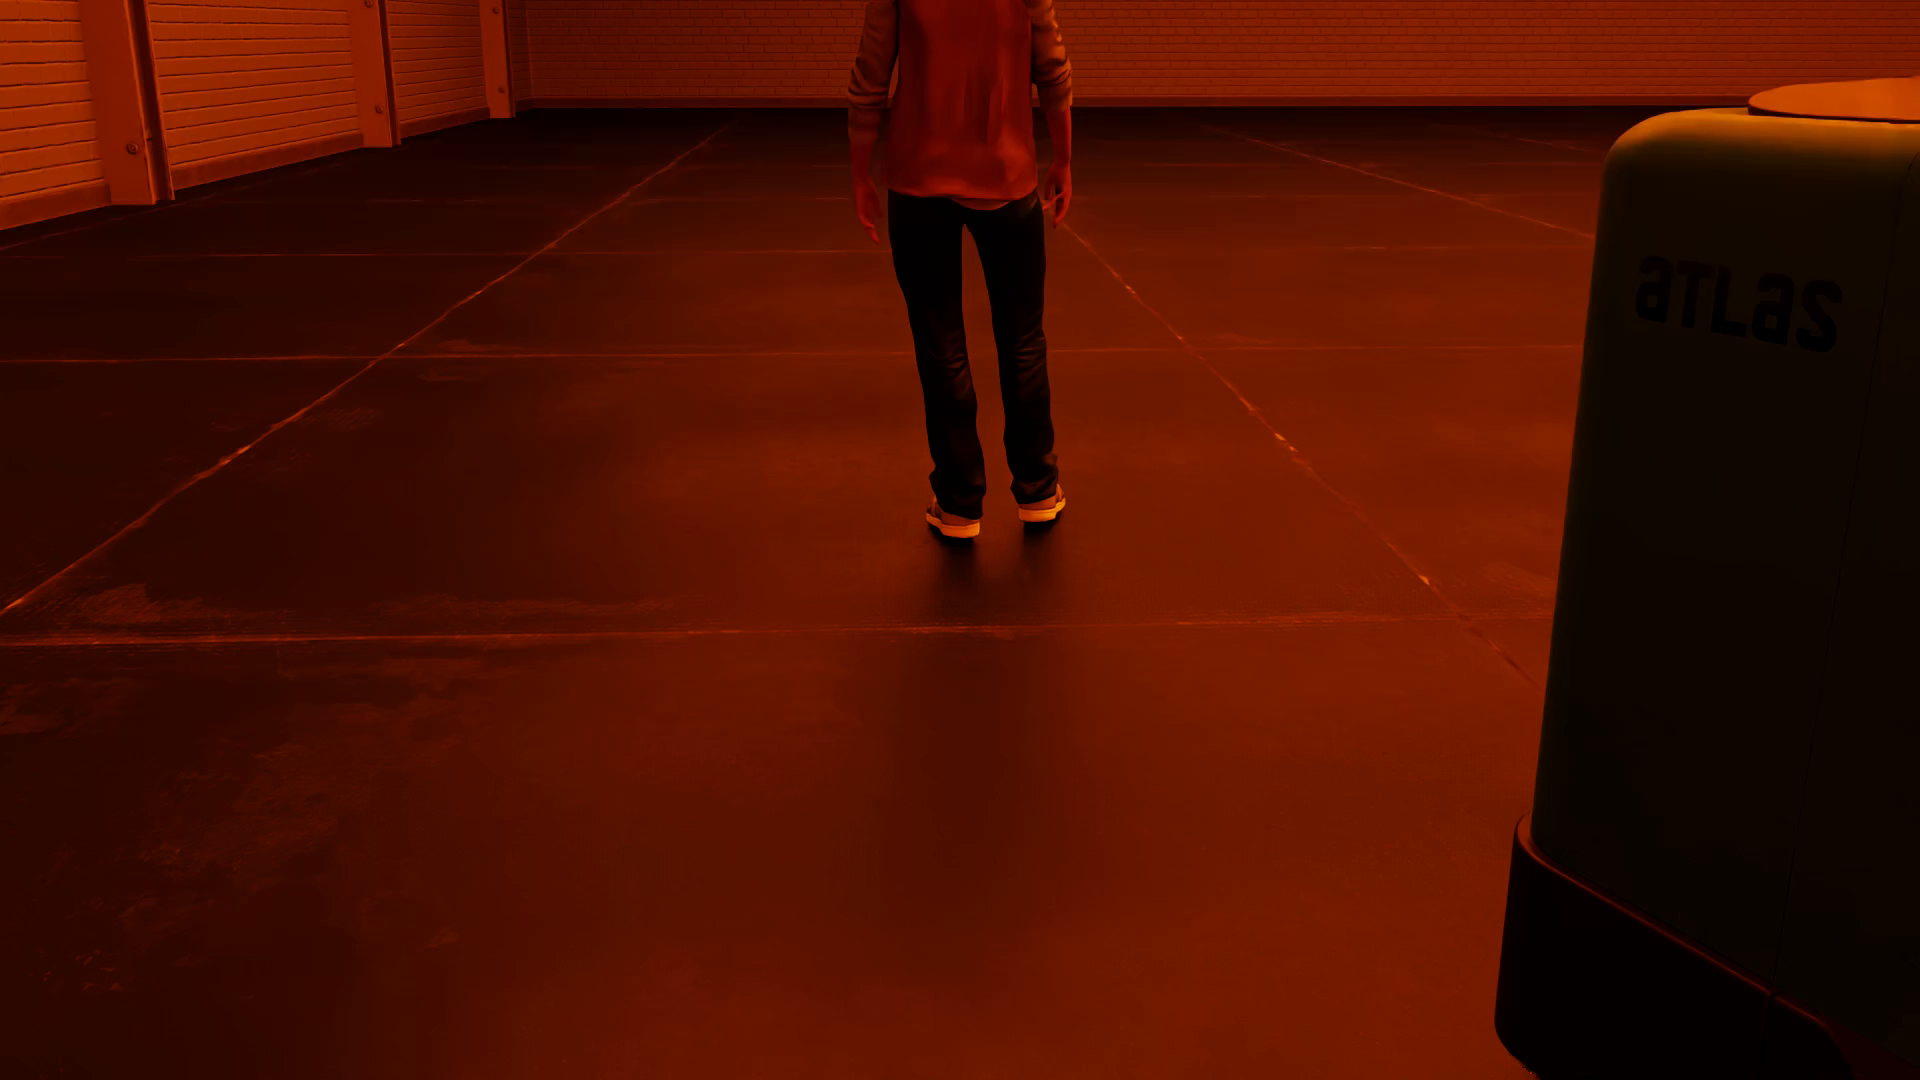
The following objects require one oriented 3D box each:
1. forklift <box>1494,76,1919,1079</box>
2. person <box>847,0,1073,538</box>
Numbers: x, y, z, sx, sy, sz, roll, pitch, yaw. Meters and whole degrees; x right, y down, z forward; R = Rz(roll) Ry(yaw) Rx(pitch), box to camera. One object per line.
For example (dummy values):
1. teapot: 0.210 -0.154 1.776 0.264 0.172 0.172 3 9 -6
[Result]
1. forklift: 1.713 -0.464 0.424 1.130 2.935 3.031 -8 19 -25
2. person: 0.010 -0.792 3.755 0.521 1.599 0.473 -1 17 -3
